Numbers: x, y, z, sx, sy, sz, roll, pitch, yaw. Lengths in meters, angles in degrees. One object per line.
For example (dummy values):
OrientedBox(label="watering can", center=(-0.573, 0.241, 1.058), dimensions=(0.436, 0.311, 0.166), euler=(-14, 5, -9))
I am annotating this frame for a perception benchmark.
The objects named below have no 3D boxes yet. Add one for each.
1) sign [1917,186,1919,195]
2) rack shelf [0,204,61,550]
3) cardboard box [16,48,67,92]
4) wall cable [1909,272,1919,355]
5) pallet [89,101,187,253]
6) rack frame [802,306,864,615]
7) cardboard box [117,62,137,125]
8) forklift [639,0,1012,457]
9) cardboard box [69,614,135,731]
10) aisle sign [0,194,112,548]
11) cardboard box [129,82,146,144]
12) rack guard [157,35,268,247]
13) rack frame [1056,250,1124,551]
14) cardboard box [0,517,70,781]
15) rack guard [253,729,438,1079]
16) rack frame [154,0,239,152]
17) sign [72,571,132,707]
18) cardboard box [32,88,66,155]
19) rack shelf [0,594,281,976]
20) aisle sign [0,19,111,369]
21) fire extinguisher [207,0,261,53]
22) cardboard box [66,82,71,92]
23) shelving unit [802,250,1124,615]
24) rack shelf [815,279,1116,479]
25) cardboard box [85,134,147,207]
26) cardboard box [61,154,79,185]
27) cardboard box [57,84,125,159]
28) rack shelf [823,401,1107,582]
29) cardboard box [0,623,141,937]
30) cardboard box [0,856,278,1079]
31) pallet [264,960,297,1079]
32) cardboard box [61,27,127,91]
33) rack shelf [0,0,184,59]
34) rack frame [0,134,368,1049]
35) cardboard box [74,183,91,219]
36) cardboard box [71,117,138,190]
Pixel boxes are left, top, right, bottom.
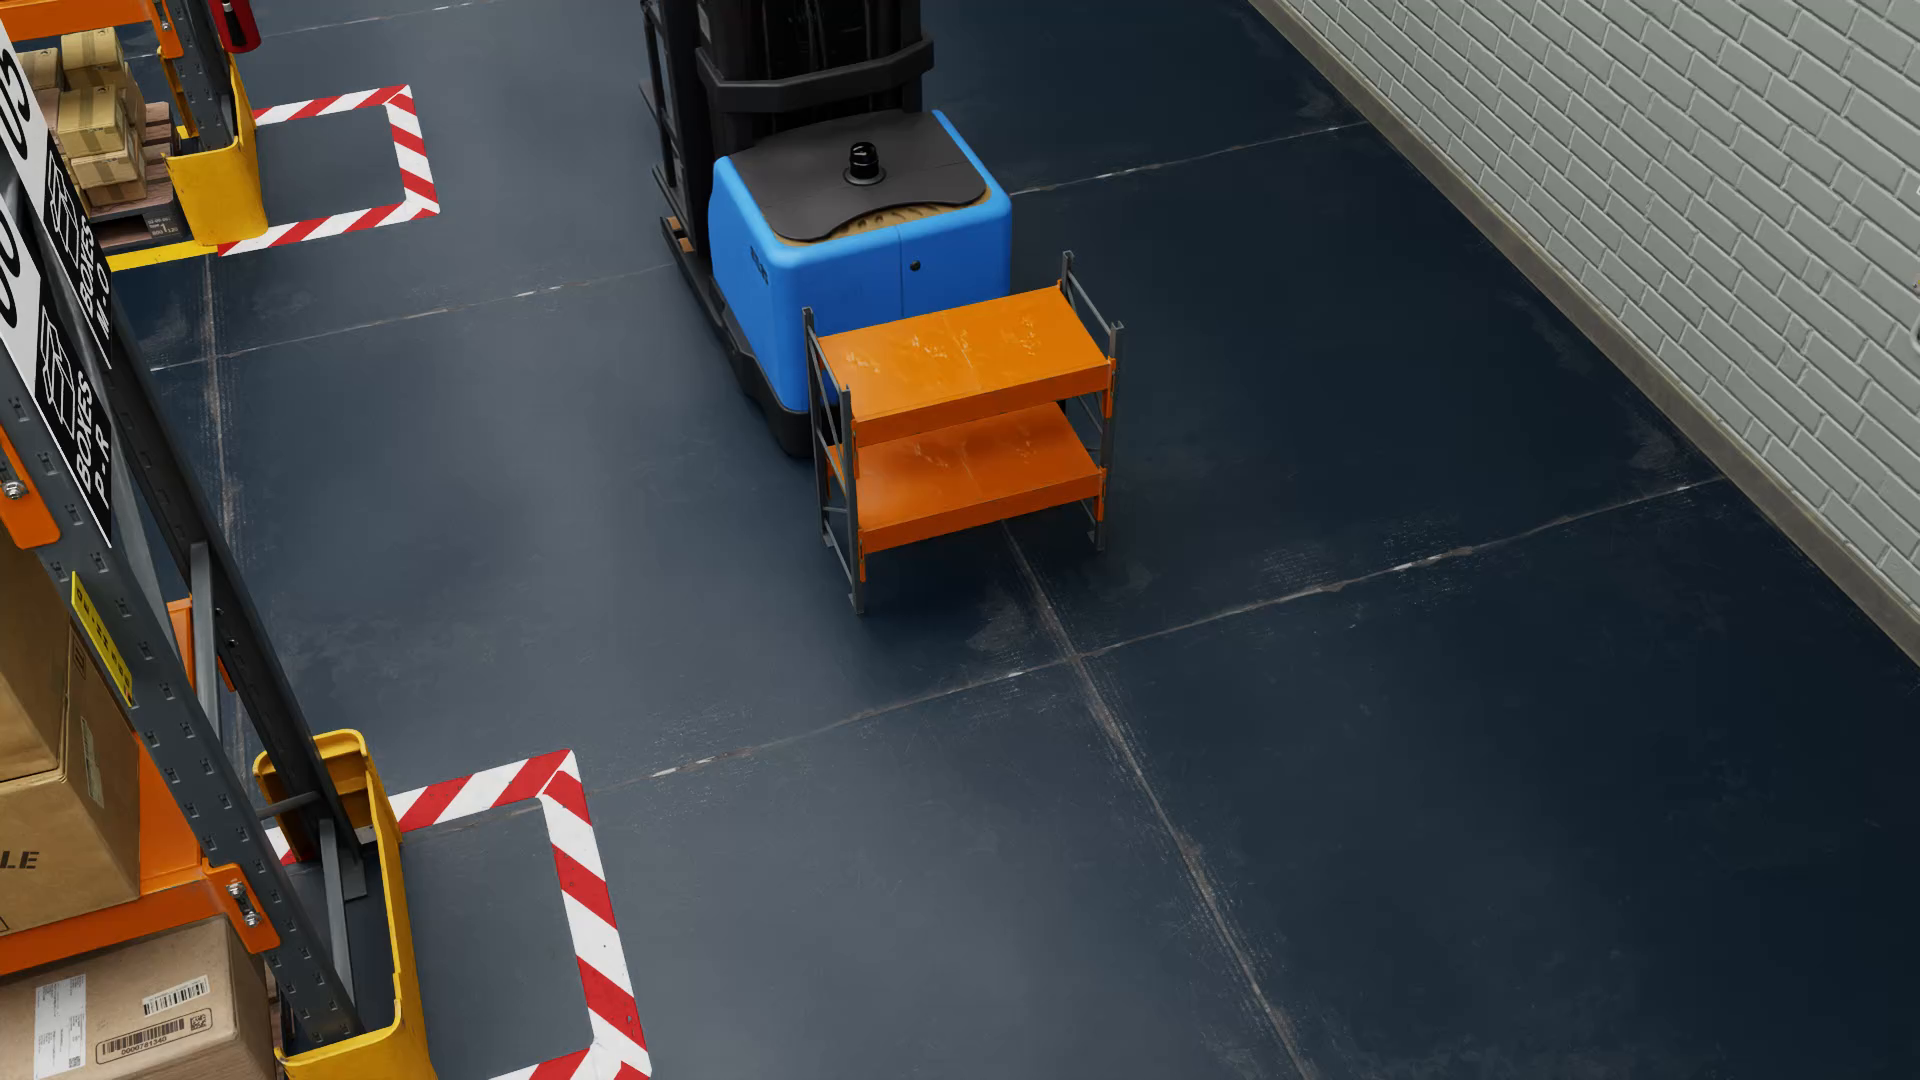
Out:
OrientedBox(label="sign", center=(3.392, -1.179, 5.617), dimensions=(0.001, 0.218, 0.327), euler=(-14, 47, -14))
OrientedBox(label="rack shelf", center=(-3.826, 0.010, 3.012), dimensions=(4.000, 0.370, 1.077), euler=(-14, 47, -14))
OrientedBox(label="cardboard box", center=(-4.547, -2.245, 8.166), dimensions=(0.250, 0.149, 0.380), euler=(-14, 47, -13))
OrientedBox(label="wall cable", center=(3.351, -1.407, 5.295), dimensions=(0.123, 1.953, 0.585), euler=(-14, 47, -14))
OrientedBox(label="pallet", center=(-4.568, -1.765, 8.360), dimensions=(1.213, 0.211, 1.003), euler=(-14, 47, -14))
OrientedBox(label="rack frame", center=(-0.472, -0.276, 6.231), dimensions=(0.032, 1.125, 0.500), euler=(-14, 47, -14))
OrientedBox(label="cardboard box", center=(-4.301, -2.231, 8.362), dimensions=(0.250, 0.149, 0.380), euler=(-13, 46, -12))
OrientedBox(label="forklift", center=(-0.815, -2.442, 7.114), dimensions=(1.130, 2.935, 3.031), euler=(-17, 47, -16))
OrientedBox(label="cardboard box", center=(-2.494, 0.223, 4.339), dimensions=(0.500, 0.500, 0.500), euler=(-15, 47, -14))
OrientedBox(label="aisle sign", center=(-1.772, -0.394, 3.190), dimensions=(0.004, 0.787, 0.394), euler=(-14, 47, -14))
OrientedBox(label="cardboard box", center=(-4.322, -2.168, 8.509), dimensions=(0.250, 0.149, 0.380), euler=(-13, 47, -13))
OrientedBox(label="rack guard", center=(-3.792, -2.038, 8.429), dimensions=(0.348, 0.500, 1.175), euler=(-14, 47, -14))
OrientedBox(label="rack frame", center=(0.484, -0.521, 6.475), dimensions=(0.032, 1.125, 0.500), euler=(-14, 47, -14))
OrientedBox(label="cardboard box", center=(-2.317, 0.221, 3.636), dimensions=(0.500, 0.500, 0.500), euler=(-13, 47, -13))
OrientedBox(label="rack guard", center=(-1.922, 1.211, 5.190), dimensions=(0.348, 0.500, 1.175), euler=(-14, 47, -14))
OrientedBox(label="rack frame", center=(-3.721, -2.939, 7.562), dimensions=(0.127, 3.000, 1.000), euler=(-14, 47, -14))
OrientedBox(label="sign", center=(-1.774, 0.207, 3.441), dimensions=(0.005, 0.325, 0.100), euler=(-14, 47, -14))
OrientedBox(label="cardboard box", center=(-4.388, -1.973, 7.895), dimensions=(0.250, 0.149, 0.380), euler=(-13, 47, -13))
OrientedBox(label="rack shelf", center=(-3.826, 1.069, 4.074), dimensions=(4.000, 0.370, 1.077), euler=(-14, 47, -14))
OrientedBox(label="aisle sign", center=(-1.976, -0.794, 3.588), dimensions=(0.004, 0.787, 0.394), euler=(-14, 47, -14))
OrientedBox(label="fire extinguisher", center=(-3.327, -2.533, 7.475), dimensions=(0.183, 0.674, 0.296), euler=(-14, 47, -14))
OrientedBox(label="cardboard box", center=(-4.577, -2.203, 8.334), dimensions=(0.250, 0.149, 0.380), euler=(-15, 47, -14))
OrientedBox(label="shelving unit", center=(0.006, -0.399, 6.353), dimensions=(1.048, 1.125, 0.538), euler=(-14, 47, -14))
OrientedBox(label="rack shelf", center=(0.006, -0.605, 6.146), dimensions=(1.000, 0.278, 0.538), euler=(-14, 47, -14))
OrientedBox(label="cardboard box", center=(-4.145, -1.815, 8.158), dimensions=(0.250, 0.149, 0.380), euler=(-14, 47, -13))
OrientedBox(label="cardboard box", center=(-4.384, -1.842, 7.974), dimensions=(0.250, 0.149, 0.380), euler=(-15, 47, -15))
OrientedBox(label="cardboard box", center=(-4.132, -1.995, 7.917), dimensions=(0.250, 0.149, 0.380), euler=(-14, 47, -13))
OrientedBox(label="rack shelf", center=(0.006, -0.226, 6.526), dimensions=(1.000, 0.278, 0.538), euler=(-14, 47, -14))
OrientedBox(label="cardboard box", center=(-2.309, 0.591, 3.972), dimensions=(0.500, 0.500, 0.500), euler=(-14, 47, -14))
OrientedBox(label="cardboard box", center=(-2.532, 1.316, 4.833), dimensions=(0.875, 0.438, 0.875), euler=(-16, 47, -15))
OrientedBox(label="pallet", center=(-2.670, 1.563, 5.043), dimensions=(1.213, 0.211, 1.003), euler=(-14, 47, -14))
OrientedBox(label="cardboard box", center=(-4.329, -2.391, 8.312), dimensions=(0.250, 0.149, 0.380), euler=(-16, 47, -16))
OrientedBox(label="rack shelf", center=(-5.602, -2.204, 7.337), dimensions=(4.000, 0.370, 1.077), euler=(-14, 47, -14))
OrientedBox(label="rack frame", center=(-1.945, 0.334, 4.299), dimensions=(0.127, 3.000, 1.000), euler=(-14, 47, -14))
OrientedBox(label="cardboard box", center=(-4.352, -1.686, 8.029), dimensions=(0.250, 0.149, 0.380), euler=(-13, 47, -13))
OrientedBox(label="cardboard box", center=(-4.120, -1.869, 8.001), dimensions=(0.250, 0.149, 0.380), euler=(-16, 47, -15))
